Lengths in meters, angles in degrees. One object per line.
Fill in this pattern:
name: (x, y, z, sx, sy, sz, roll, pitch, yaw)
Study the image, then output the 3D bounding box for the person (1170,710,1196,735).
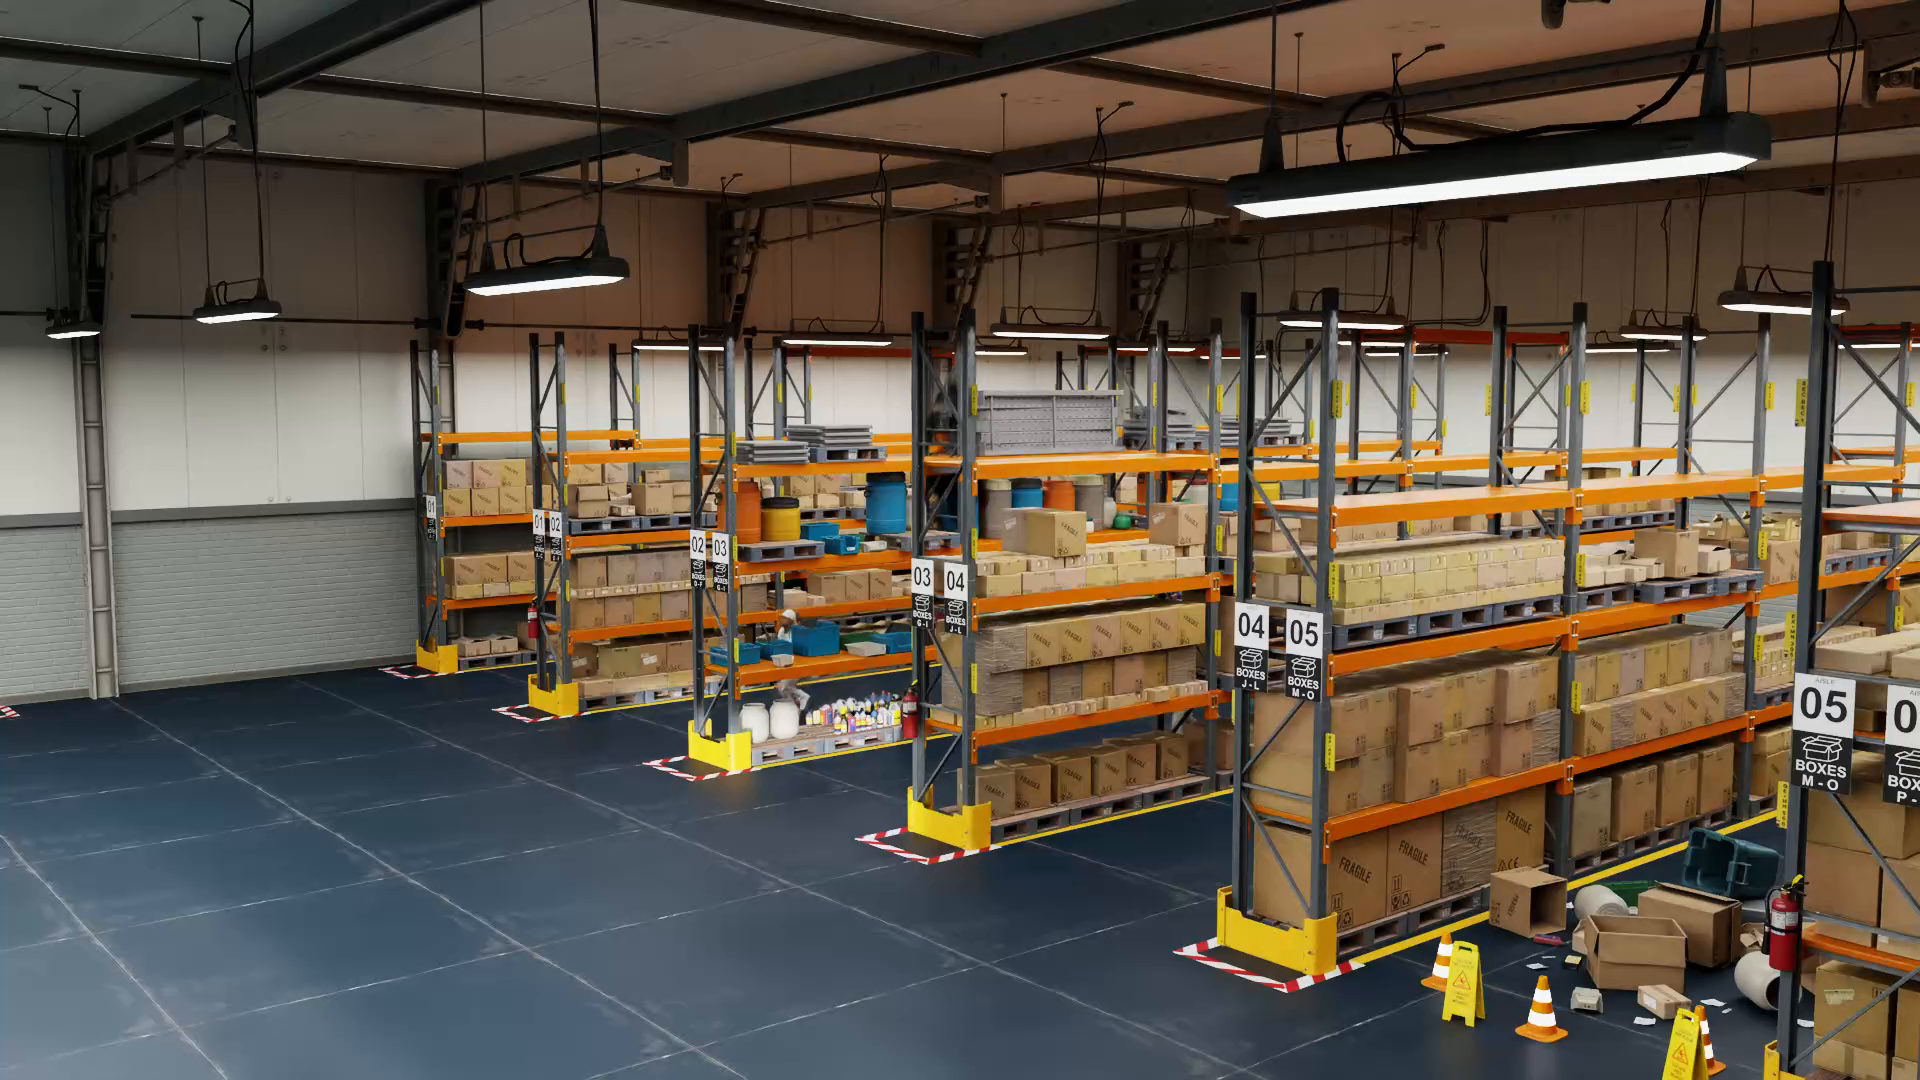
person: (3.133, 2.074, 23.610, 0.702, 1.788, 1.036, 5, 7, 44)

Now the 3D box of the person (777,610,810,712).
person: (-2.548, 1.940, 25.526, 0.777, 1.766, 0.685, -5, 7, -41)

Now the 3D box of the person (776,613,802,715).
person: (-2.607, 1.946, 26.013, 0.576, 1.622, 0.557, 4, 6, 35)
